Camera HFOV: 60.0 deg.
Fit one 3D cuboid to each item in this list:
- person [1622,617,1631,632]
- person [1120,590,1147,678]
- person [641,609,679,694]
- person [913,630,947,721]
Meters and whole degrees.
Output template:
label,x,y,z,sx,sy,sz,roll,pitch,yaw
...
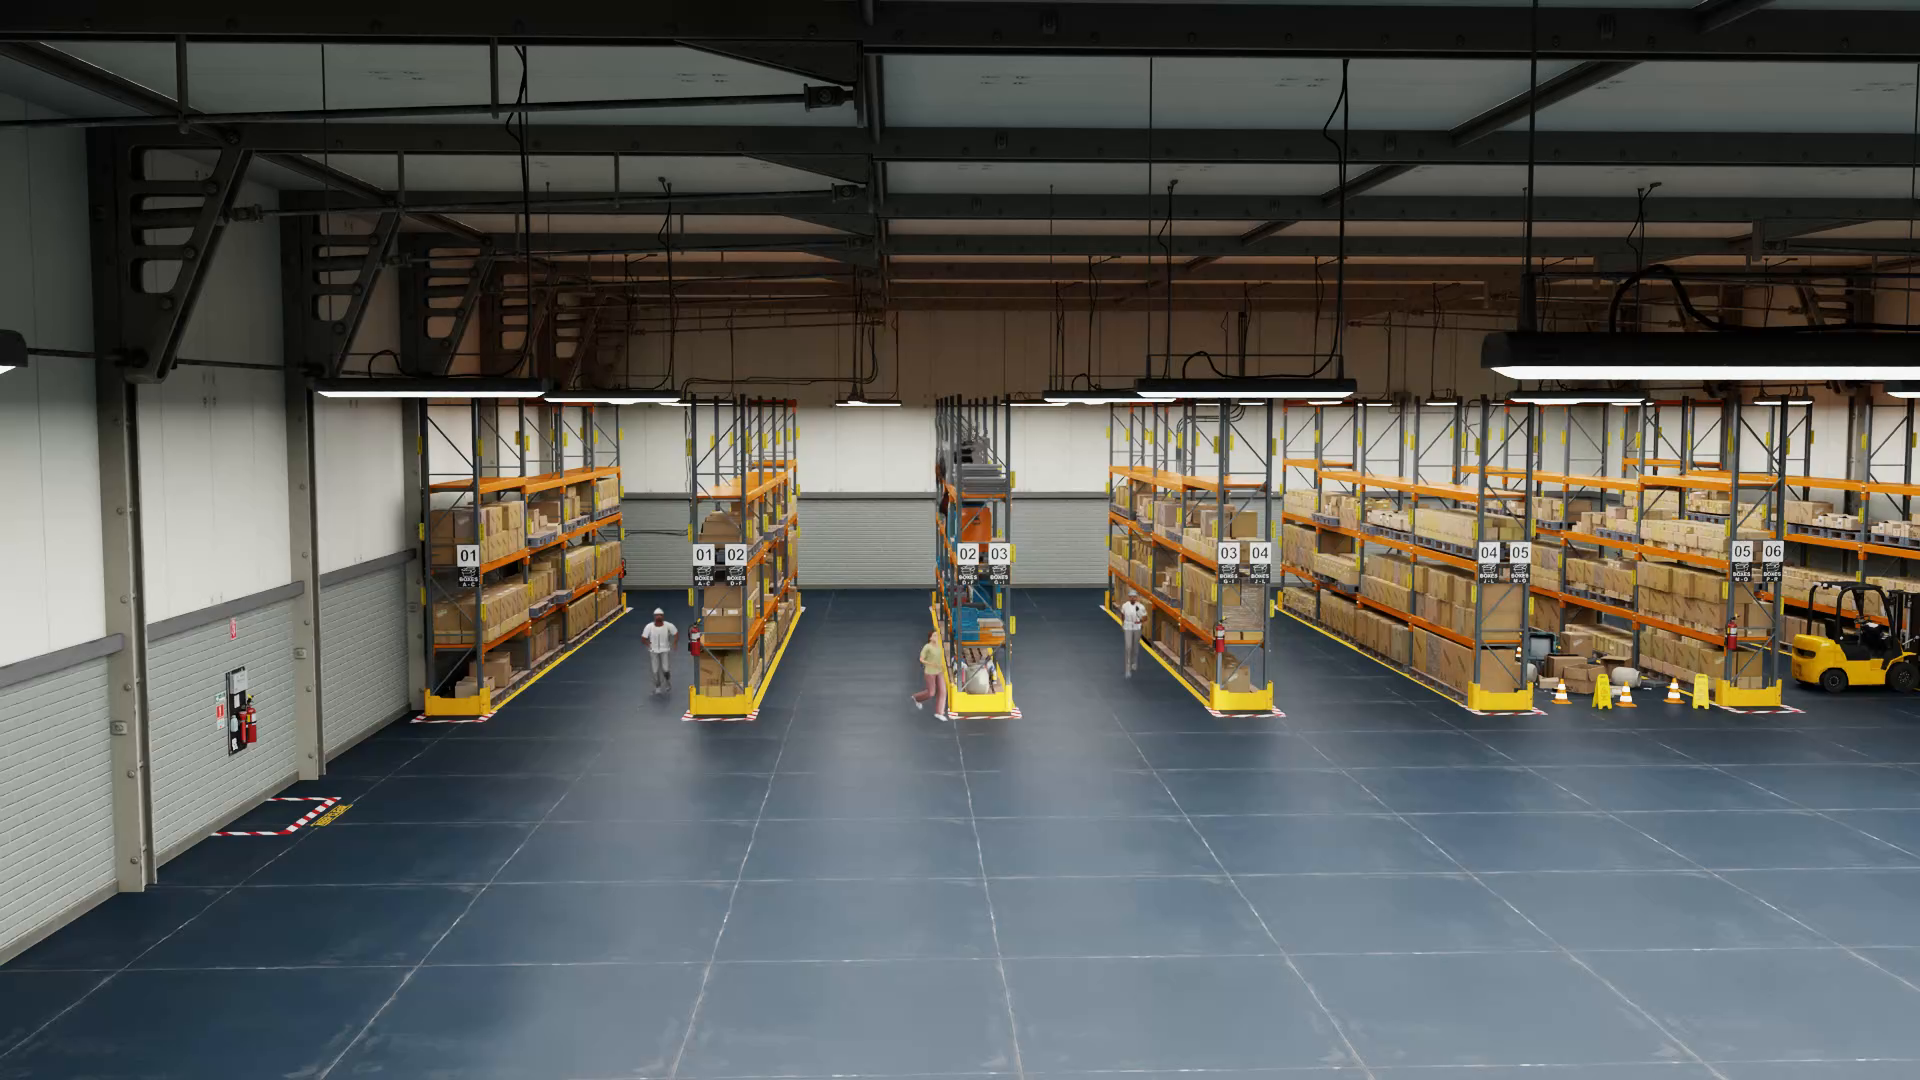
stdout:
label,x,y,z,sx,sy,sz,roll,pitch,yaw
person,16.685,1.642,41.614,0.586,1.721,0.713,-1,5,-7
person,3.585,1.903,34.316,0.560,1.795,0.721,1,5,6
person,-6.014,2.239,33.295,0.737,1.727,0.582,0,5,-6
person,-0.535,2.490,30.868,0.586,1.682,0.852,-4,6,-45
